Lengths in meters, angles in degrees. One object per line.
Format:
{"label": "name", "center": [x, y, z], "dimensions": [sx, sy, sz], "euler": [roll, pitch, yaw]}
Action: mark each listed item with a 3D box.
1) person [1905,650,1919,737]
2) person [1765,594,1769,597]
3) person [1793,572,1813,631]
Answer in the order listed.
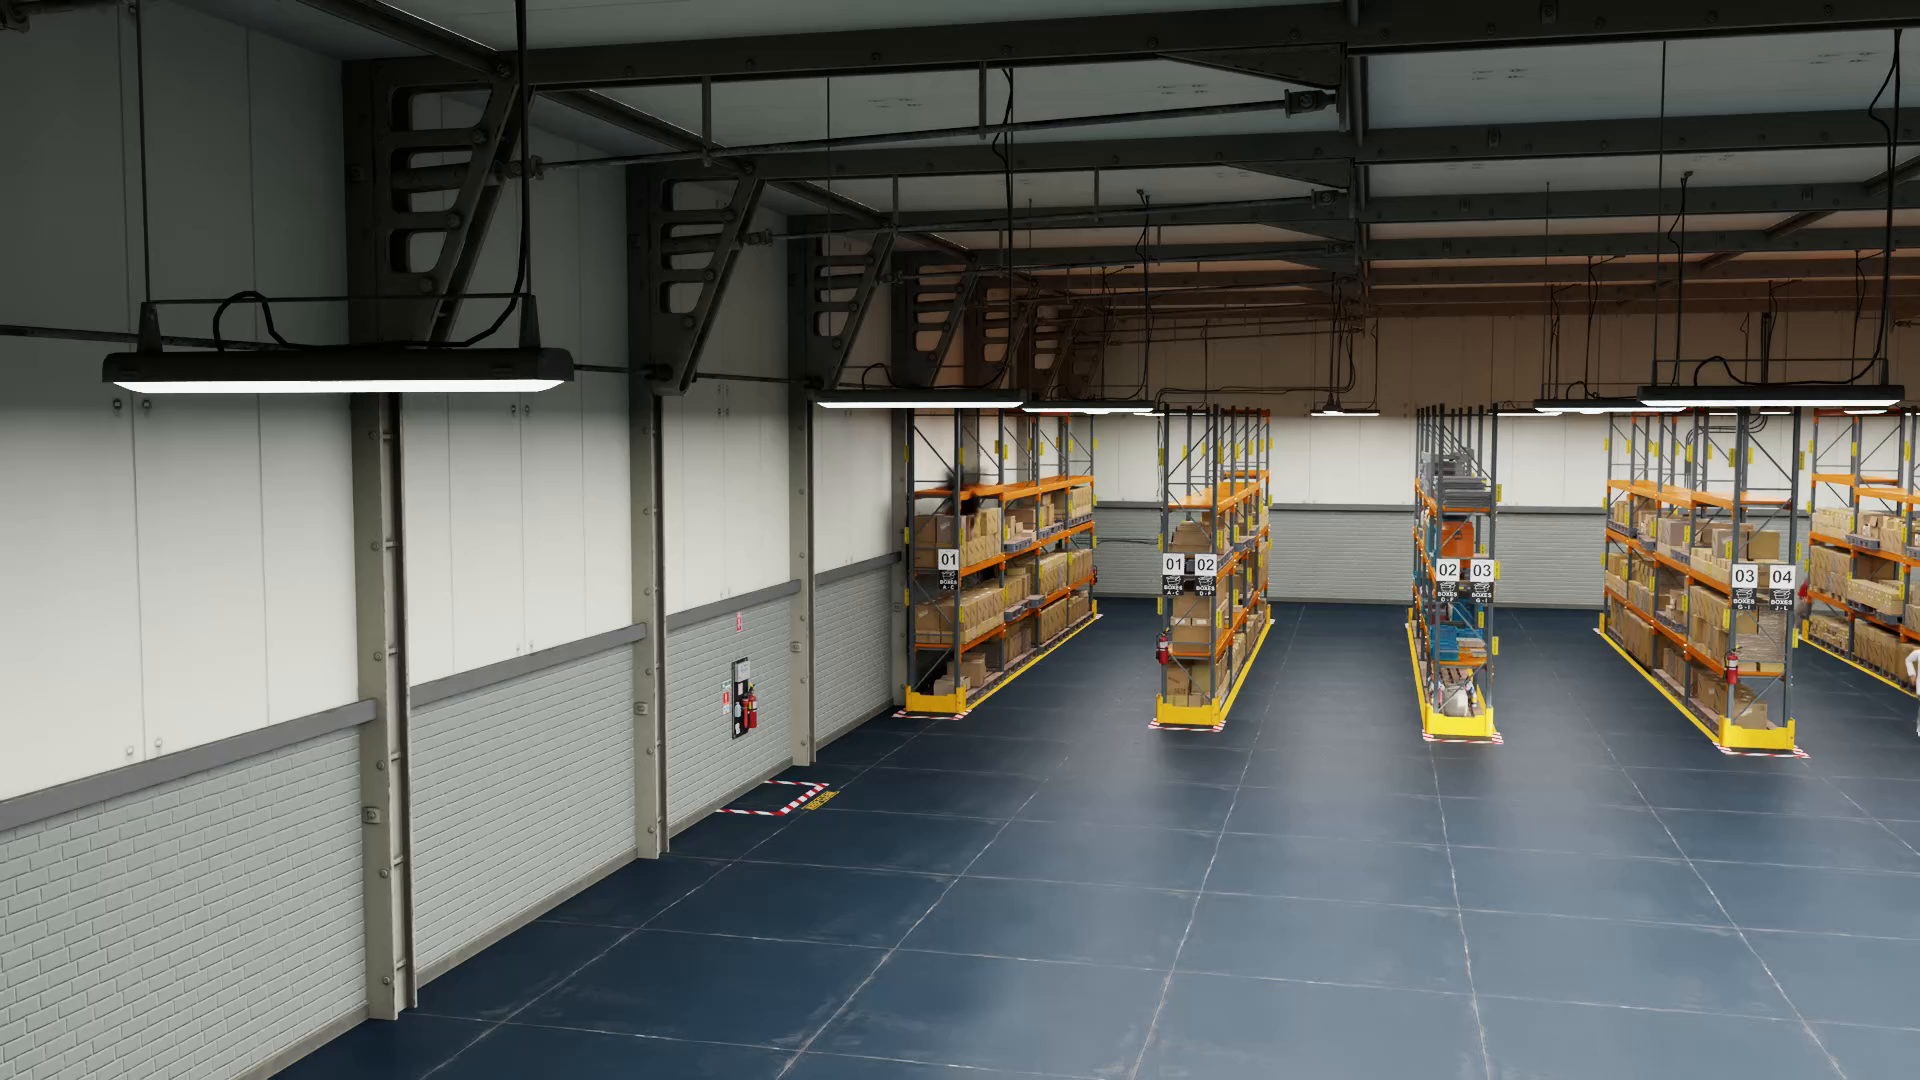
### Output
{"label": "person", "center": [17.524, 2.665, 30.042], "dimensions": [0.688, 1.839, 0.836], "euler": [1, 4, 13]}
{"label": "person", "center": [20.868, 1.685, 43.820], "dimensions": [0.549, 1.683, 0.764], "euler": [-2, 5, -24]}
{"label": "person", "center": [22.603, 1.644, 44.575], "dimensions": [0.858, 1.654, 0.727], "euler": [3, 5, 39]}
